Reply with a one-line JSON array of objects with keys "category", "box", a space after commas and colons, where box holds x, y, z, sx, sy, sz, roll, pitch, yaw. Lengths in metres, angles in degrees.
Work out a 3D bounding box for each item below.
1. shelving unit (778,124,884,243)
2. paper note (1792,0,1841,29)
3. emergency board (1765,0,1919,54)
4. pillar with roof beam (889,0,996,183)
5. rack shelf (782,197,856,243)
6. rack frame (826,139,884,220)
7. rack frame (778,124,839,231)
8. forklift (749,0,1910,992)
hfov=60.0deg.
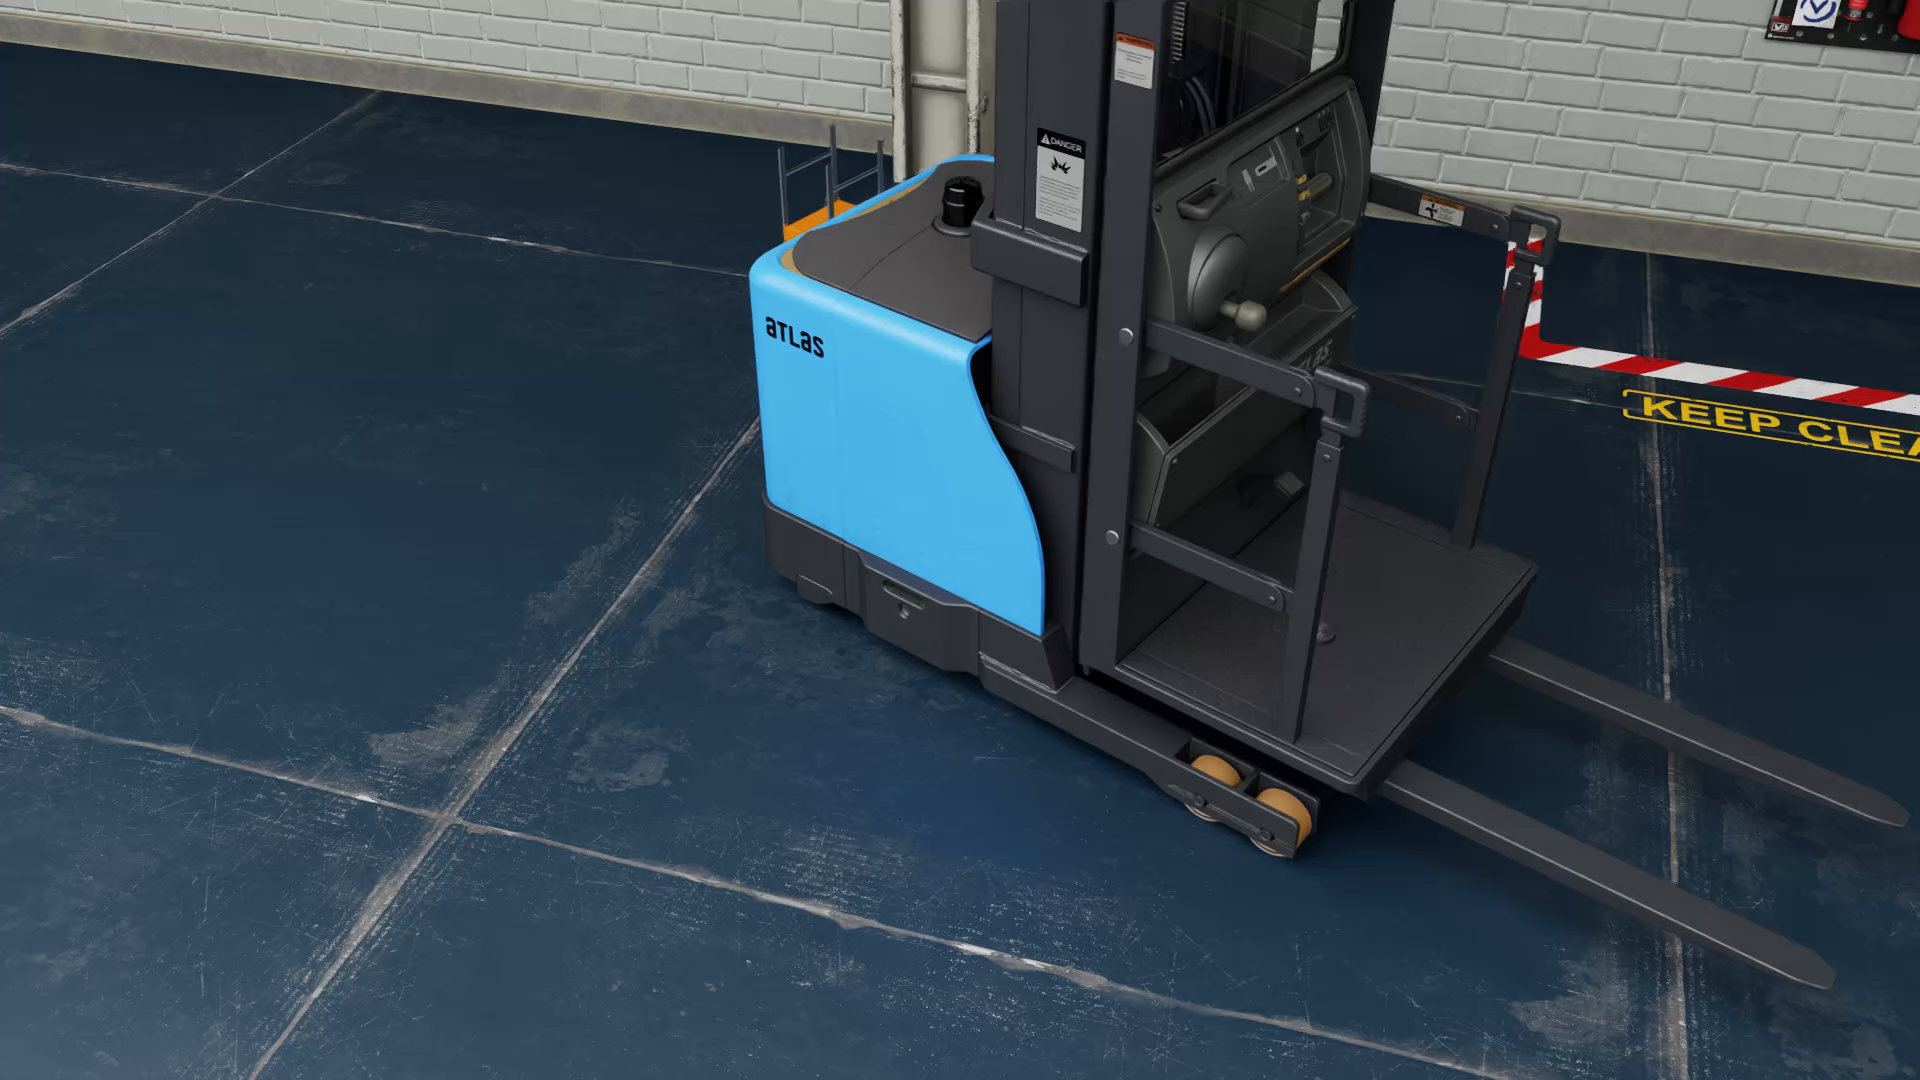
[{"category": "shelving unit", "box": [-0.371, -0.652, 5.123, 0.189, 1.200, 0.258, 25, 43, 30]}, {"category": "paper note", "box": [3.169, -1.971, 6.141, 0.142, 0.148, 0.016, 10, 38, 14]}, {"category": "emergency board", "box": [3.318, -2.255, 5.784, 0.643, 1.169, 0.194, 10, 38, 14]}, {"category": "pillar with roof beam", "box": [-1.346, -2.838, 1.514, 0.400, 9.000, 9.100, 10, 38, 14]}, {"category": "rack shelf", "box": [-0.371, -0.906, 4.936, 0.180, 0.103, 0.258, 25, 43, 30]}, {"category": "rack frame", "box": [-0.300, -0.618, 5.078, 0.006, 1.200, 0.240, 25, 43, 30]}, {"category": "rack frame", "box": [-0.443, -0.685, 5.169, 0.006, 1.200, 0.240, 25, 43, 30]}, {"category": "forklift", "box": [0.884, -0.747, 3.792, 3.031, 2.935, 1.130, 25, 43, 30]}]
